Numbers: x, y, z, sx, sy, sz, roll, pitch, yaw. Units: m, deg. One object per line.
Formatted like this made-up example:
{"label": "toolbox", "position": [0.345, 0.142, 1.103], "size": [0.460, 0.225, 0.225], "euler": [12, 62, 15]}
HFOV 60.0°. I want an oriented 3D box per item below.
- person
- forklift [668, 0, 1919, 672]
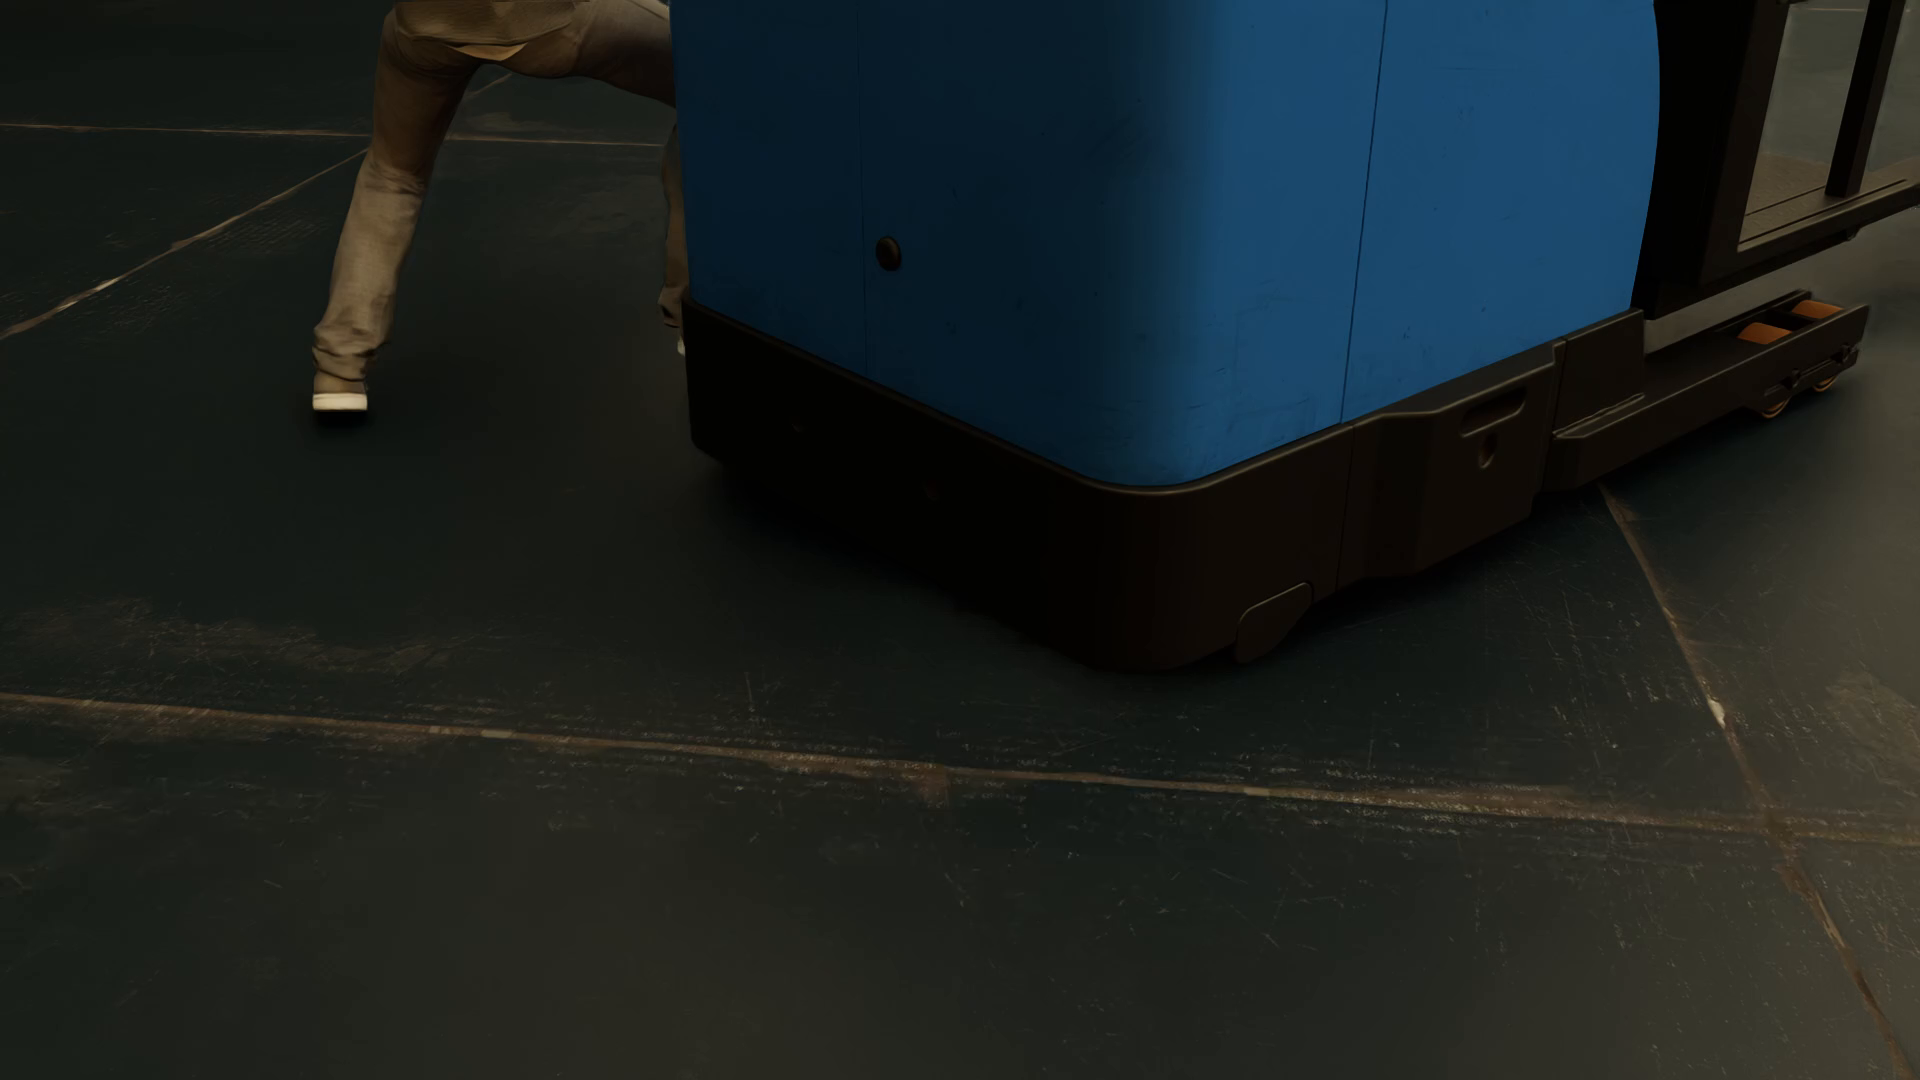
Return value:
{"label": "person", "position": [-0.819, -0.929, 2.787], "size": [0.821, 1.480, 0.652], "euler": [11, 28, 20]}
{"label": "forklift", "position": [1.018, -1.683, 2.591], "size": [3.031, 2.935, 1.130], "euler": [-21, 33, -36]}
